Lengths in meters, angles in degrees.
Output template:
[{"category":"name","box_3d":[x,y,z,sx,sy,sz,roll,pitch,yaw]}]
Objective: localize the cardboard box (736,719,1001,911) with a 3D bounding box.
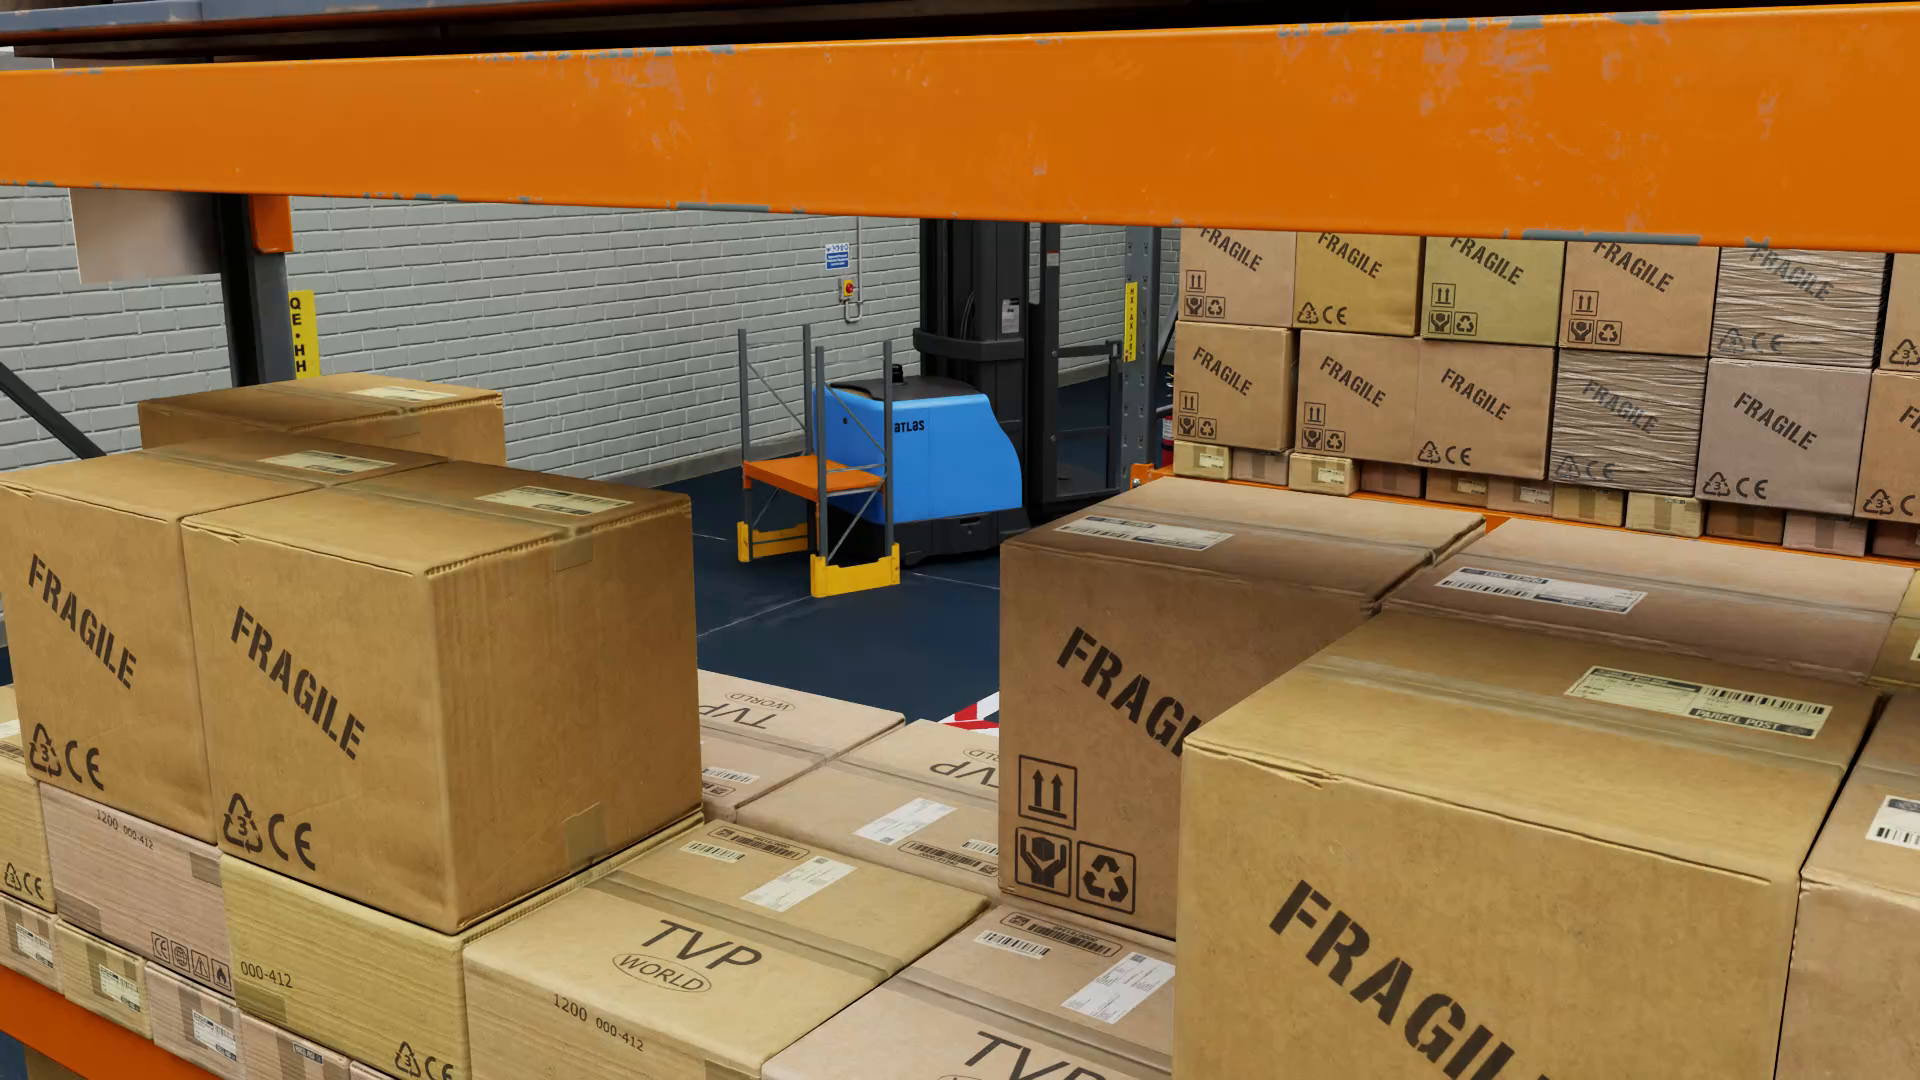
[{"category":"cardboard box","box_3d":[-0.005,0.521,2.669,0.500,0.250,0.500,9,17,33]}]

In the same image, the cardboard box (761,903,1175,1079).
[{"category":"cardboard box","box_3d":[0.119,0.696,1.963,0.500,0.250,0.500,10,17,34]}]

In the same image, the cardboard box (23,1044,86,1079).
[{"category":"cardboard box","box_3d":[-1.257,1.273,3.487,0.875,0.875,0.875,9,17,33]}]

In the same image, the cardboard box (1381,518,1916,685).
[{"category":"cardboard box","box_3d":[0.828,0.293,2.028,0.500,0.500,0.500,9,17,33]}]

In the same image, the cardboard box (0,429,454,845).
[{"category":"cardboard box","box_3d":[-1.170,0.125,2.709,0.500,0.500,0.500,9,16,31]}]

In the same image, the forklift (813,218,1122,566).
[{"category":"forklift","box_3d":[0.542,-1.498,11.275,3.031,2.935,1.130,-8,16,-29]}]

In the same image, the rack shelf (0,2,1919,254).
[{"category":"rack shelf","box_3d":[-0.173,-0.463,2.207,4.000,0.370,1.077,9,17,33]}]

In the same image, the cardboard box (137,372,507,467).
[{"category":"cardboard box","box_3d":[-1.282,-0.047,3.405,0.500,0.500,0.500,9,17,33]}]

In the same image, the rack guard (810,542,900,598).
[{"category":"rack guard","box_3d":[-0.633,0.179,10.080,0.587,0.250,0.087,-9,16,-32]}]

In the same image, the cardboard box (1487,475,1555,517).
[{"category":"cardboard box","box_3d":[2.225,-0.209,6.449,0.250,0.149,0.380,9,16,32]}]

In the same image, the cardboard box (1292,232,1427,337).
[{"category":"cardboard box","box_3d":[1.666,-1.099,6.612,0.500,0.500,0.500,10,17,34]}]

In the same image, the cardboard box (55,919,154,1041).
[{"category":"cardboard box","box_3d":[-1.296,0.679,2.861,0.250,0.149,0.380,9,16,31]}]

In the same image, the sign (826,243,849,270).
[{"category":"sign","box_3d":[-1.071,-2.482,14.545,0.001,0.218,0.327,9,17,33]}]

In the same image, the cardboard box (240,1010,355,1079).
[{"category":"cardboard box","box_3d":[-0.868,0.748,2.582,0.250,0.149,0.380,9,16,32]}]

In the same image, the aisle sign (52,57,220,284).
[{"category":"aisle sign","box_3d":[-1.725,-0.956,3.533,0.004,0.787,0.394,9,17,33]}]

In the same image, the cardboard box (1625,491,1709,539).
[{"category":"cardboard box","box_3d":[2.634,-0.129,6.124,0.250,0.149,0.380,10,17,34]}]

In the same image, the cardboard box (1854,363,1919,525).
[{"category":"cardboard box","box_3d":[3.349,-0.335,5.607,0.500,0.500,0.500,9,16,31]}]

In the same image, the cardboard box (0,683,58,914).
[{"category":"cardboard box","box_3d":[-1.585,0.422,3.070,0.500,0.250,0.500,9,16,31]}]

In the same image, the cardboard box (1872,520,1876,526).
[{"category":"cardboard box","box_3d":[3.385,-0.175,6.309,0.250,0.149,0.380,10,17,34]}]

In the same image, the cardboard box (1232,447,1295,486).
[{"category":"cardboard box","box_3d":[1.340,-0.344,6.991,0.250,0.149,0.380,10,17,35]}]

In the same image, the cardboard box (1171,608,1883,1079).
[{"category":"cardboard box","box_3d":[0.542,0.400,1.598,0.500,0.500,0.500,9,17,33]}]

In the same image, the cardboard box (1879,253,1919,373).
[{"category":"cardboard box","box_3d":[3.366,-0.819,5.483,0.500,0.500,0.500,9,16,31]}]

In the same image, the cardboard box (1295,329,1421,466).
[{"category":"cardboard box","box_3d":[1.696,-0.611,6.722,0.500,0.500,0.500,9,17,33]}]

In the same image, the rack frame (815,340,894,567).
[{"category":"rack frame","box_3d":[-0.622,-0.424,9.914,0.500,1.500,0.032,-9,16,-32]}]

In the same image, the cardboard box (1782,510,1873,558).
[{"category":"cardboard box","box_3d":[3.066,-0.064,5.862,0.250,0.149,0.380,8,16,30]}]

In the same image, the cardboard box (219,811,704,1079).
[{"category":"cardboard box","box_3d":[-0.735,0.558,2.518,0.500,0.250,0.500,9,16,31]}]

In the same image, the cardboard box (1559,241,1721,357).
[{"category":"cardboard box","box_3d":[2.510,-0.957,6.039,0.500,0.500,0.500,9,16,31]}]

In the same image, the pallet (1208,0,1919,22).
[{"category":"pallet","box_3d":[0.814,-0.613,1.500,1.213,0.211,1.003,9,17,33]}]

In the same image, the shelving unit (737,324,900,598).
[{"category":"shelving unit","box_3d":[-0.905,-0.528,10.335,0.587,1.500,1.083,-9,16,-32]}]

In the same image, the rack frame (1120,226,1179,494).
[{"category":"rack frame","box_3d":[1.019,-0.600,7.505,0.127,3.000,1.000,9,17,33]}]

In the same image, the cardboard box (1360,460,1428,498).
[{"category":"cardboard box","box_3d":[1.825,-0.289,6.772,0.250,0.149,0.380,10,17,35]}]

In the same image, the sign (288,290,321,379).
[{"category":"sign","box_3d":[-1.518,-0.408,3.827,0.005,0.325,0.100,9,17,33]}]

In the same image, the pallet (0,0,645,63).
[{"category":"pallet","box_3d":[-1.211,-0.940,2.822,1.213,0.211,1.003,9,17,33]}]

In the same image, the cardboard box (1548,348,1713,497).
[{"category":"cardboard box","box_3d":[2.522,-0.476,6.175,0.500,0.500,0.500,9,16,31]}]
